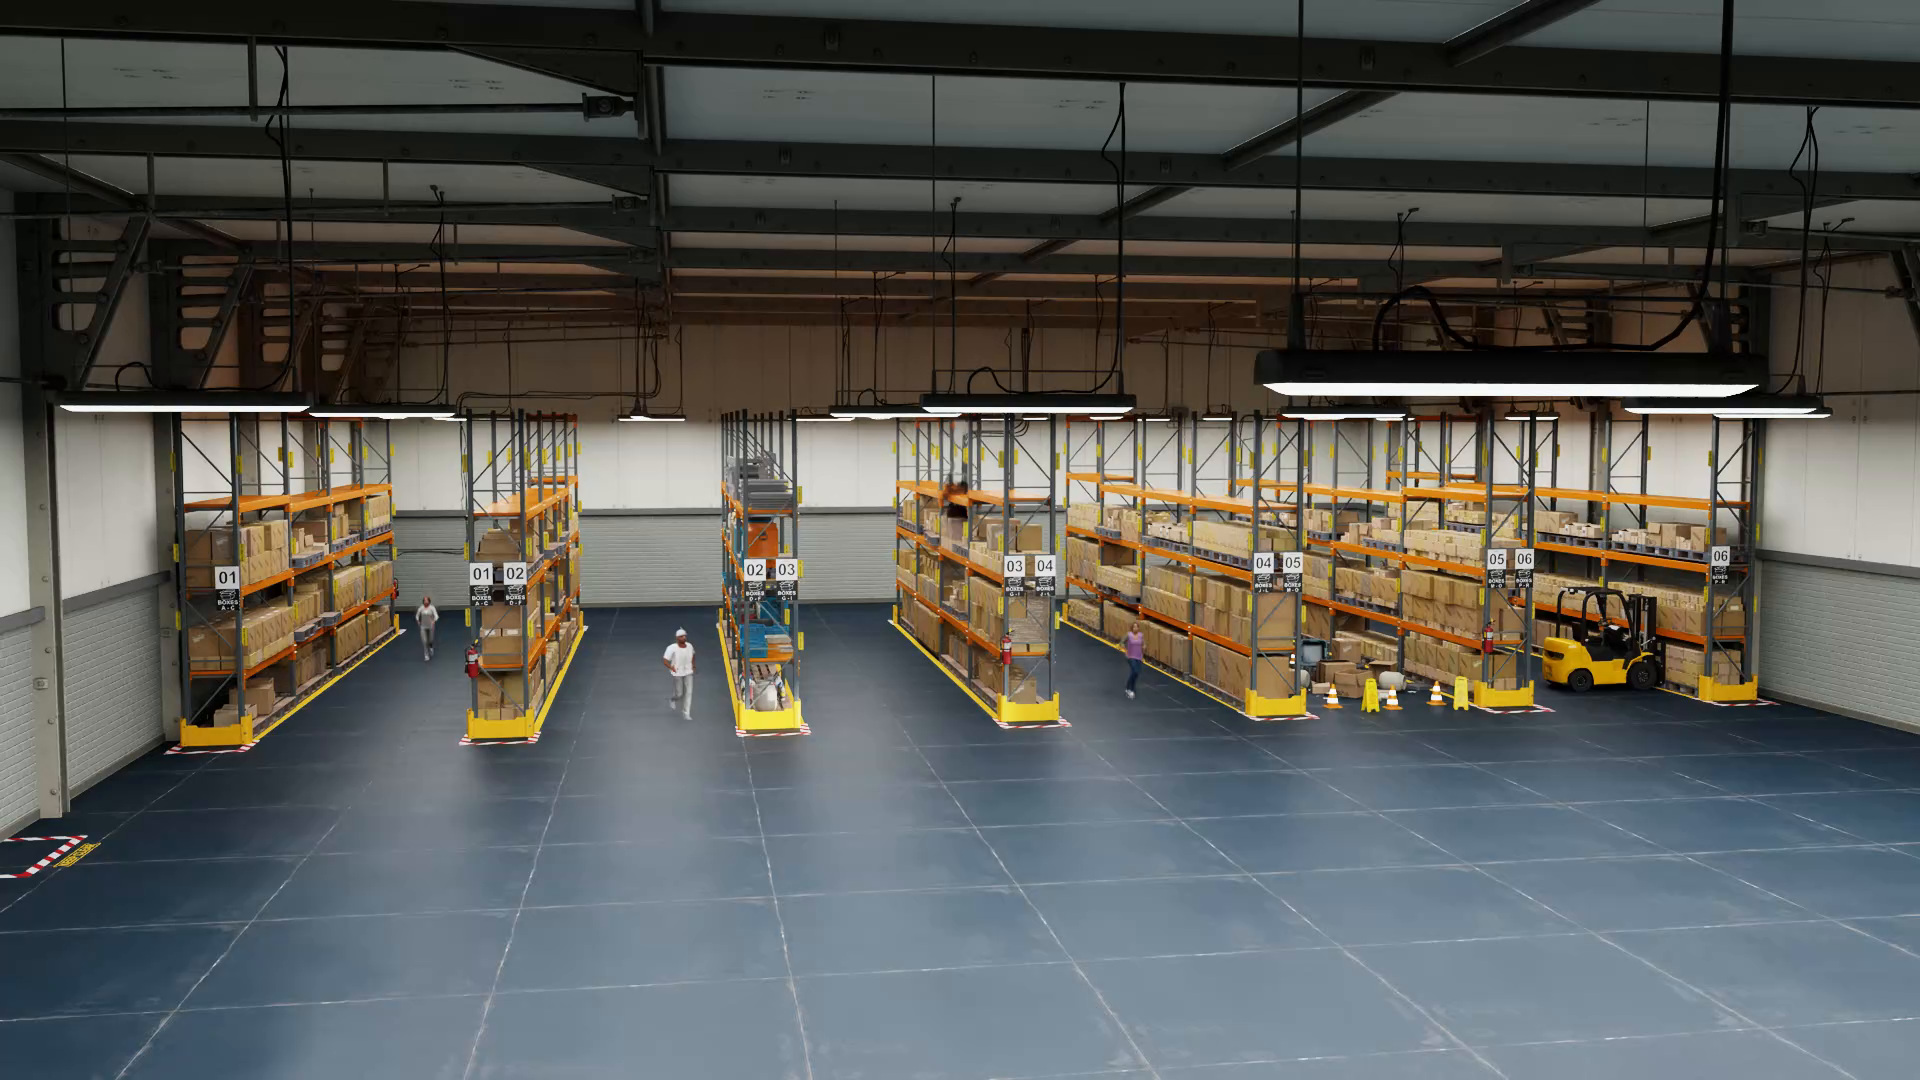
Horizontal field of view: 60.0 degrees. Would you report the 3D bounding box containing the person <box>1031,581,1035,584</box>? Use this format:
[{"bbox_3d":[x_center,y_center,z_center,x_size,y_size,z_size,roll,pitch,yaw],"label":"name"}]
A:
[{"bbox_3d":[2.164,1.688,45.916,0.597,1.665,0.557,0,4,3],"label":"person"}]

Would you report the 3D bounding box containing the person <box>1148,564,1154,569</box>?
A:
[{"bbox_3d":[5.402,1.581,46.759,0.655,1.841,0.776,-1,4,-17],"label":"person"}]

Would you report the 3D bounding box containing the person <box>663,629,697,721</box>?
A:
[{"bbox_3d":[-5.419,2.606,32.326,0.696,1.749,0.870,-2,5,-31],"label":"person"}]

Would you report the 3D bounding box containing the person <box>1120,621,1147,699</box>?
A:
[{"bbox_3d":[3.662,2.511,34.787,0.507,1.625,0.684,-1,4,-19],"label":"person"}]

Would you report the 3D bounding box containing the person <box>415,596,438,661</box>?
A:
[{"bbox_3d":[-12.944,2.134,40.358,0.535,1.548,0.567,-1,4,-15],"label":"person"}]
